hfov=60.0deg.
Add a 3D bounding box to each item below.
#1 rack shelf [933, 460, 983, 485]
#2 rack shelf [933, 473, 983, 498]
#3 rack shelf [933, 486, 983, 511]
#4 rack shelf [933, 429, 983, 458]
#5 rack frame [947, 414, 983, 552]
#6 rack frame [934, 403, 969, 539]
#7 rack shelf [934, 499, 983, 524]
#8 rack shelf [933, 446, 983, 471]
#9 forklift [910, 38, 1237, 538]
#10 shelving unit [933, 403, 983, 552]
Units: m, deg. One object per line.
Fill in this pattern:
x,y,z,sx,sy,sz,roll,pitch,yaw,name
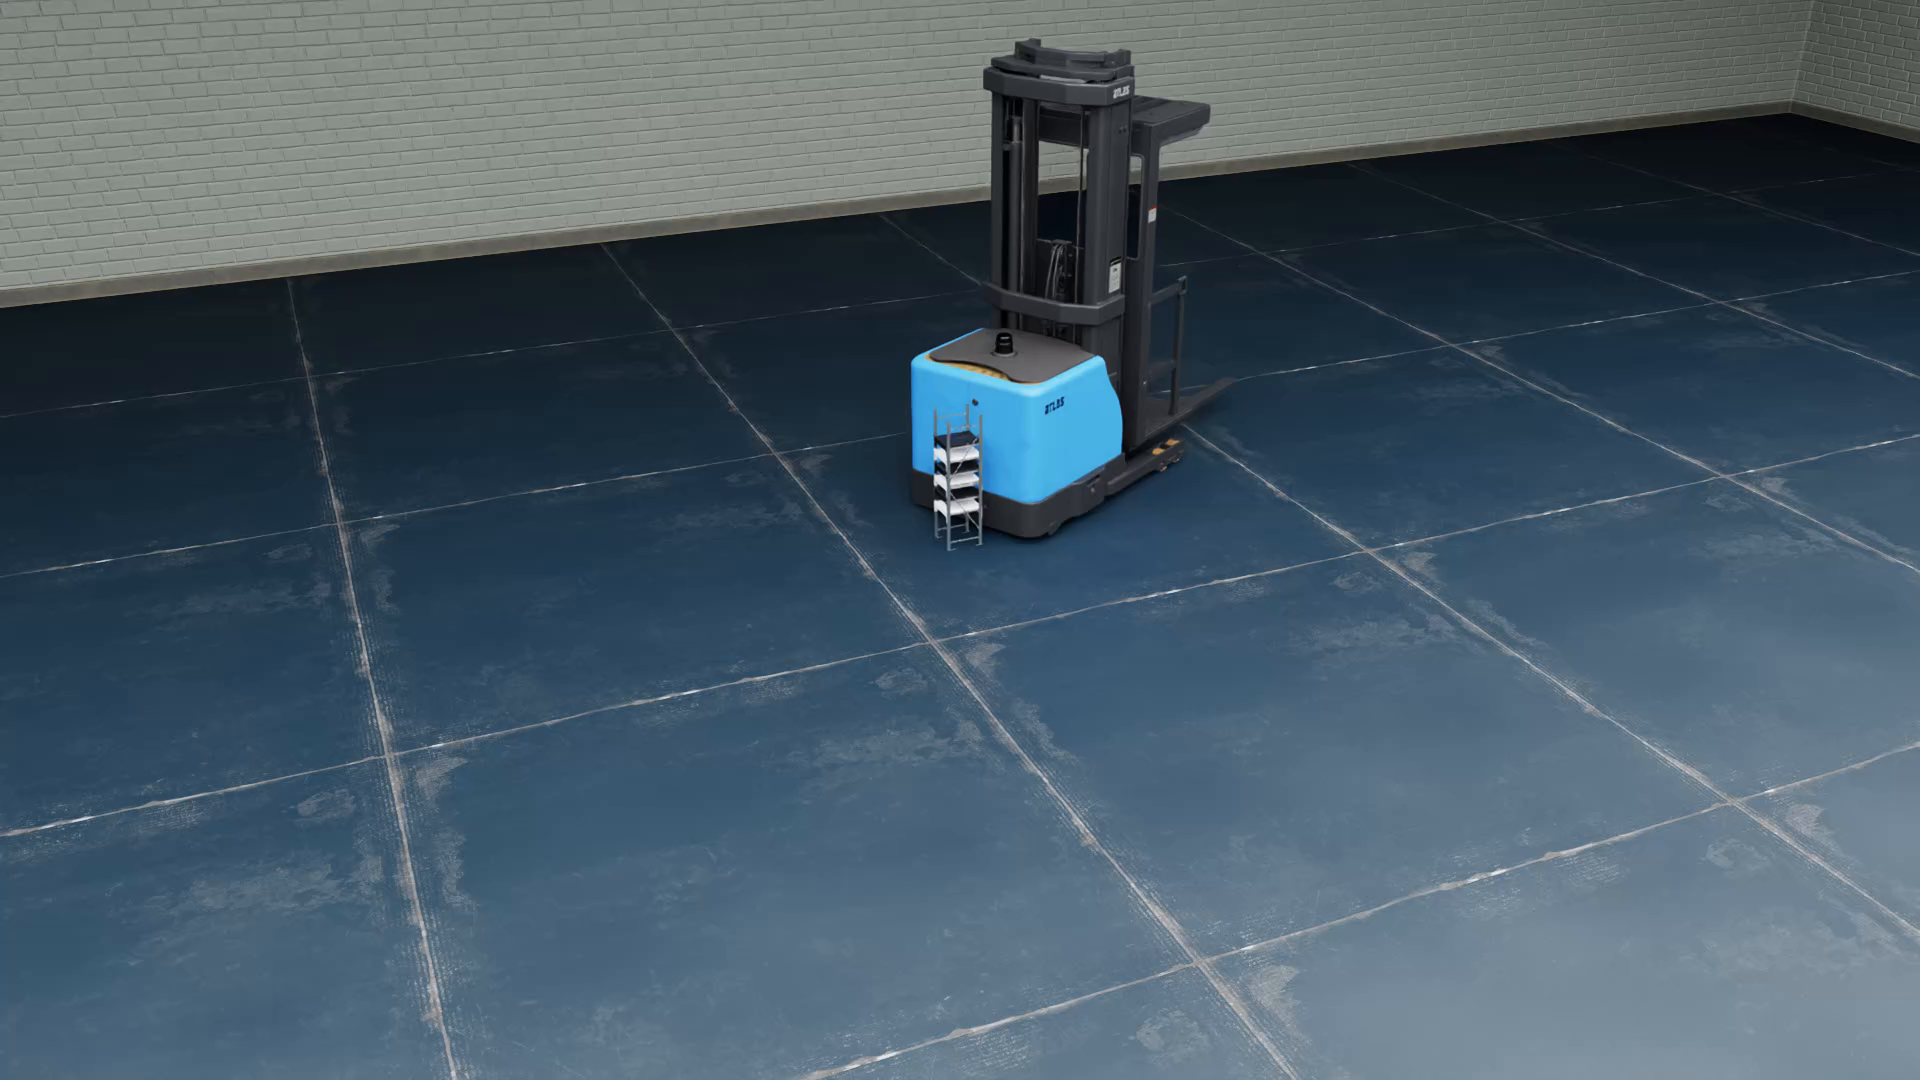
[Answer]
-0.012,-0.443,10.502,0.258,0.077,0.200,-11,28,-21,rack shelf
-0.012,-0.362,10.541,0.258,0.077,0.200,-11,28,-21,rack shelf
-0.012,-0.281,10.581,0.258,0.077,0.200,-11,28,-21,rack shelf
-0.012,-0.604,10.423,0.258,0.077,0.200,-11,28,-21,rack shelf
0.029,-0.351,10.443,0.240,0.900,0.006,-11,28,-21,rack frame
-0.053,-0.433,10.610,0.240,0.900,0.006,-11,28,-21,rack frame
-0.012,-0.200,10.620,0.258,0.077,0.200,-11,28,-21,rack shelf
-0.012,-0.523,10.462,0.258,0.077,0.200,-11,28,-21,rack shelf
0.954,-1.915,11.332,1.130,2.935,3.031,18,31,33,forklift
-0.012,-0.392,10.527,0.258,0.900,0.210,-11,28,-21,shelving unit
